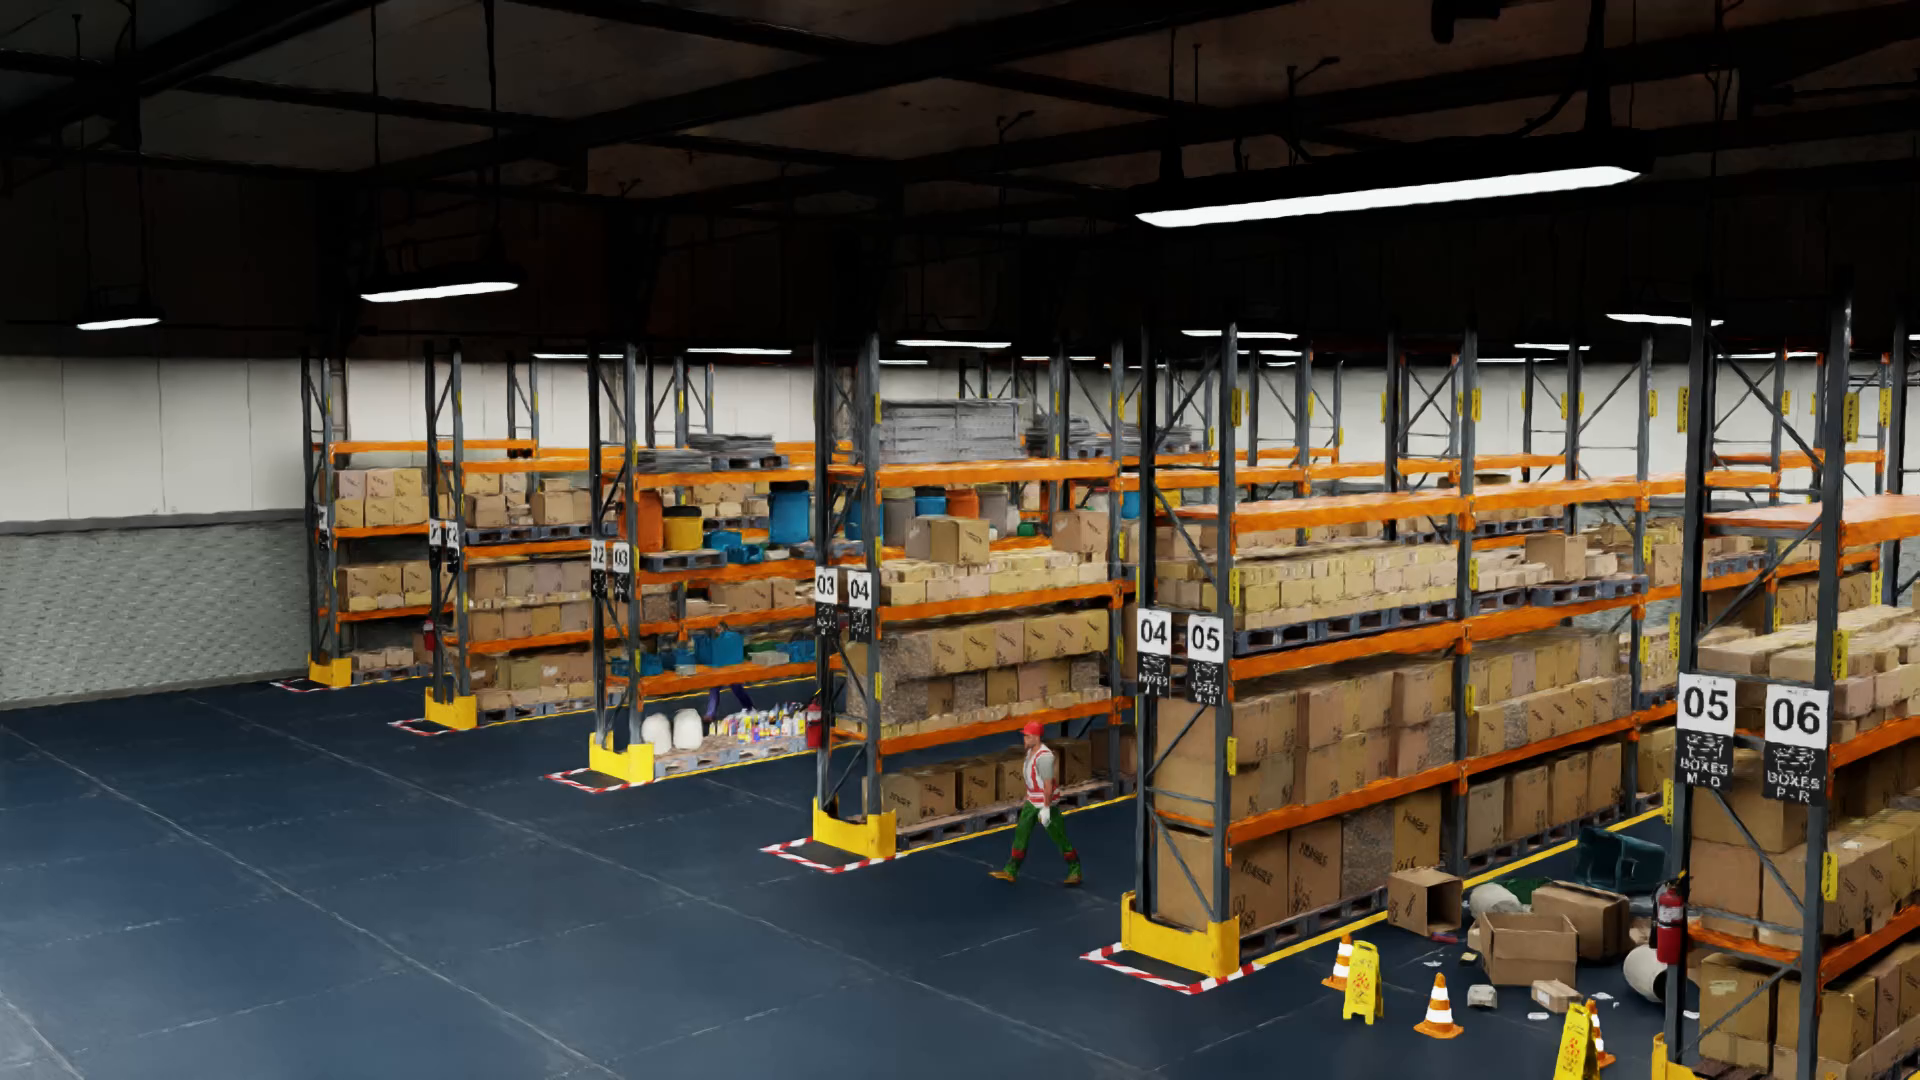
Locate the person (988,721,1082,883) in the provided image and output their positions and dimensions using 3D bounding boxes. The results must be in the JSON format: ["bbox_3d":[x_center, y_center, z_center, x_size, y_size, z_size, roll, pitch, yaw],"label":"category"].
[{"bbox_3d":[0.813,2.760,17.492,0.961,1.744,0.593,-2,5,-20],"label":"person"}]

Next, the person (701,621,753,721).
[{"bbox_3d":[-3.674,2.072,26.206,0.991,1.571,0.491,-5,7,-44],"label":"person"}]
